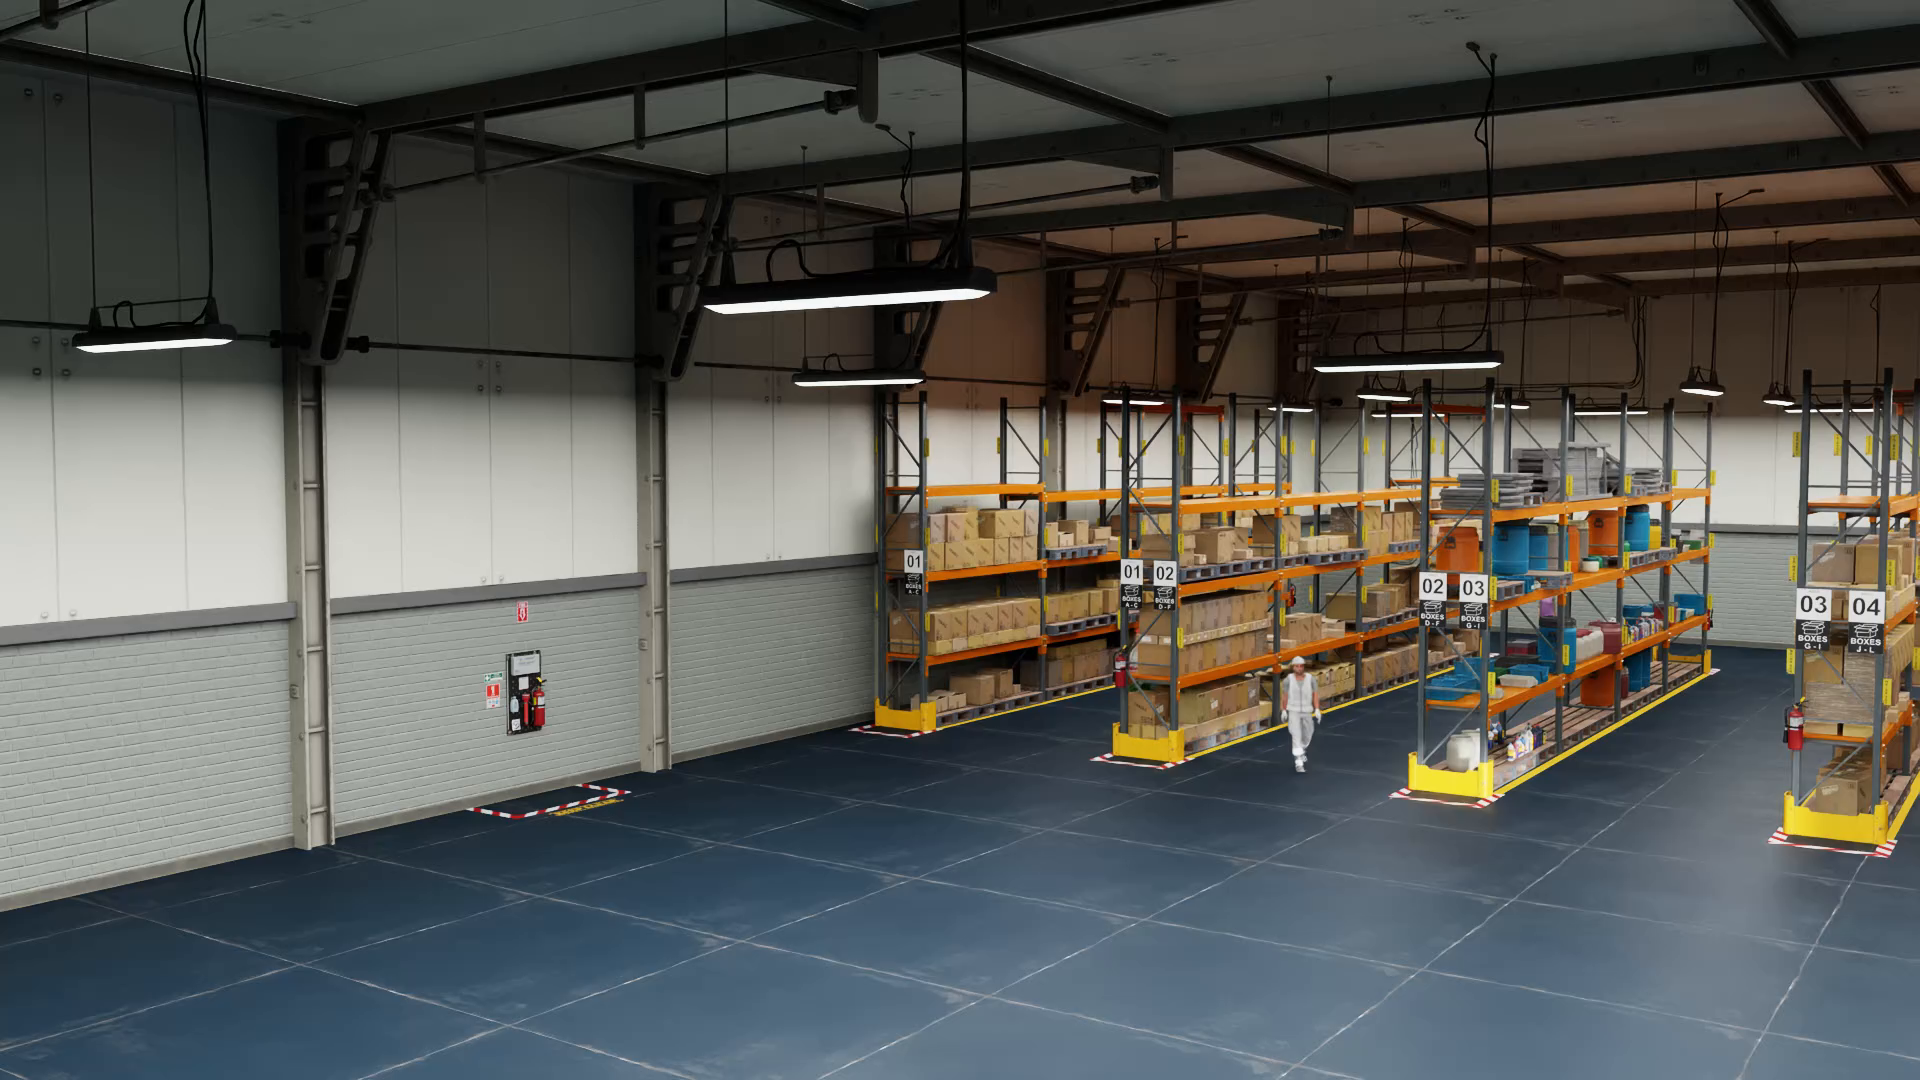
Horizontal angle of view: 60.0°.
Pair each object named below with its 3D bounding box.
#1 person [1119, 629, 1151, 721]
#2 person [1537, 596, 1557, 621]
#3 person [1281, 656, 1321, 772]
[{"bbox_3d":[3.132,2.456,29.741,0.586,1.720,1.034,2,4,35],"label":"person"},{"bbox_3d":[14.708,1.894,41.660,0.441,1.552,0.889,1,3,23],"label":"person"},{"bbox_3d":[5.310,2.681,25.916,0.589,1.774,0.894,0,3,3],"label":"person"}]
